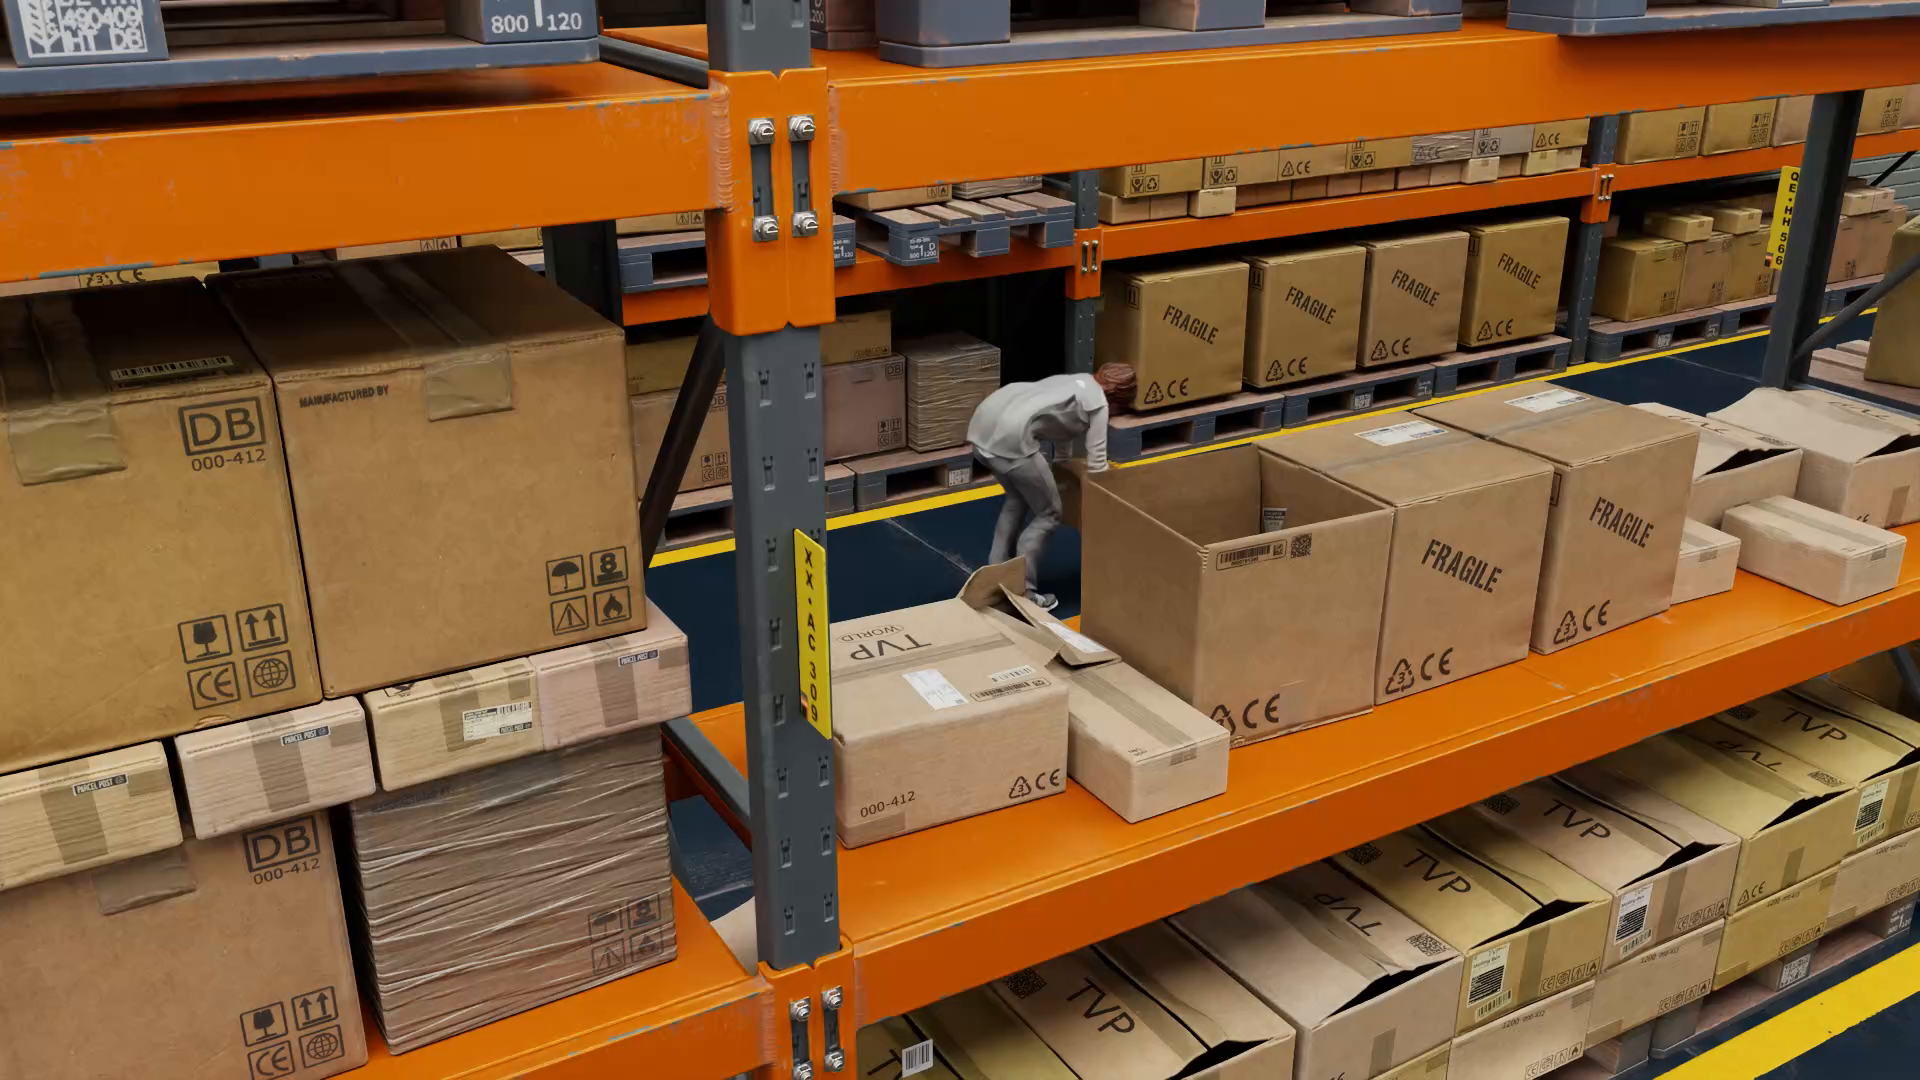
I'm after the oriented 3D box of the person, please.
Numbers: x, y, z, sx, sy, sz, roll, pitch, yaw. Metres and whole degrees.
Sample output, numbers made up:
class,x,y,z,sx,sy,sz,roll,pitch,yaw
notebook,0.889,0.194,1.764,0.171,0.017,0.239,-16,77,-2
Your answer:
class,x,y,z,sx,sy,sz,roll,pitch,yaw
person,0.430,-0.237,7.421,0.864,1.047,0.386,-13,26,-30
